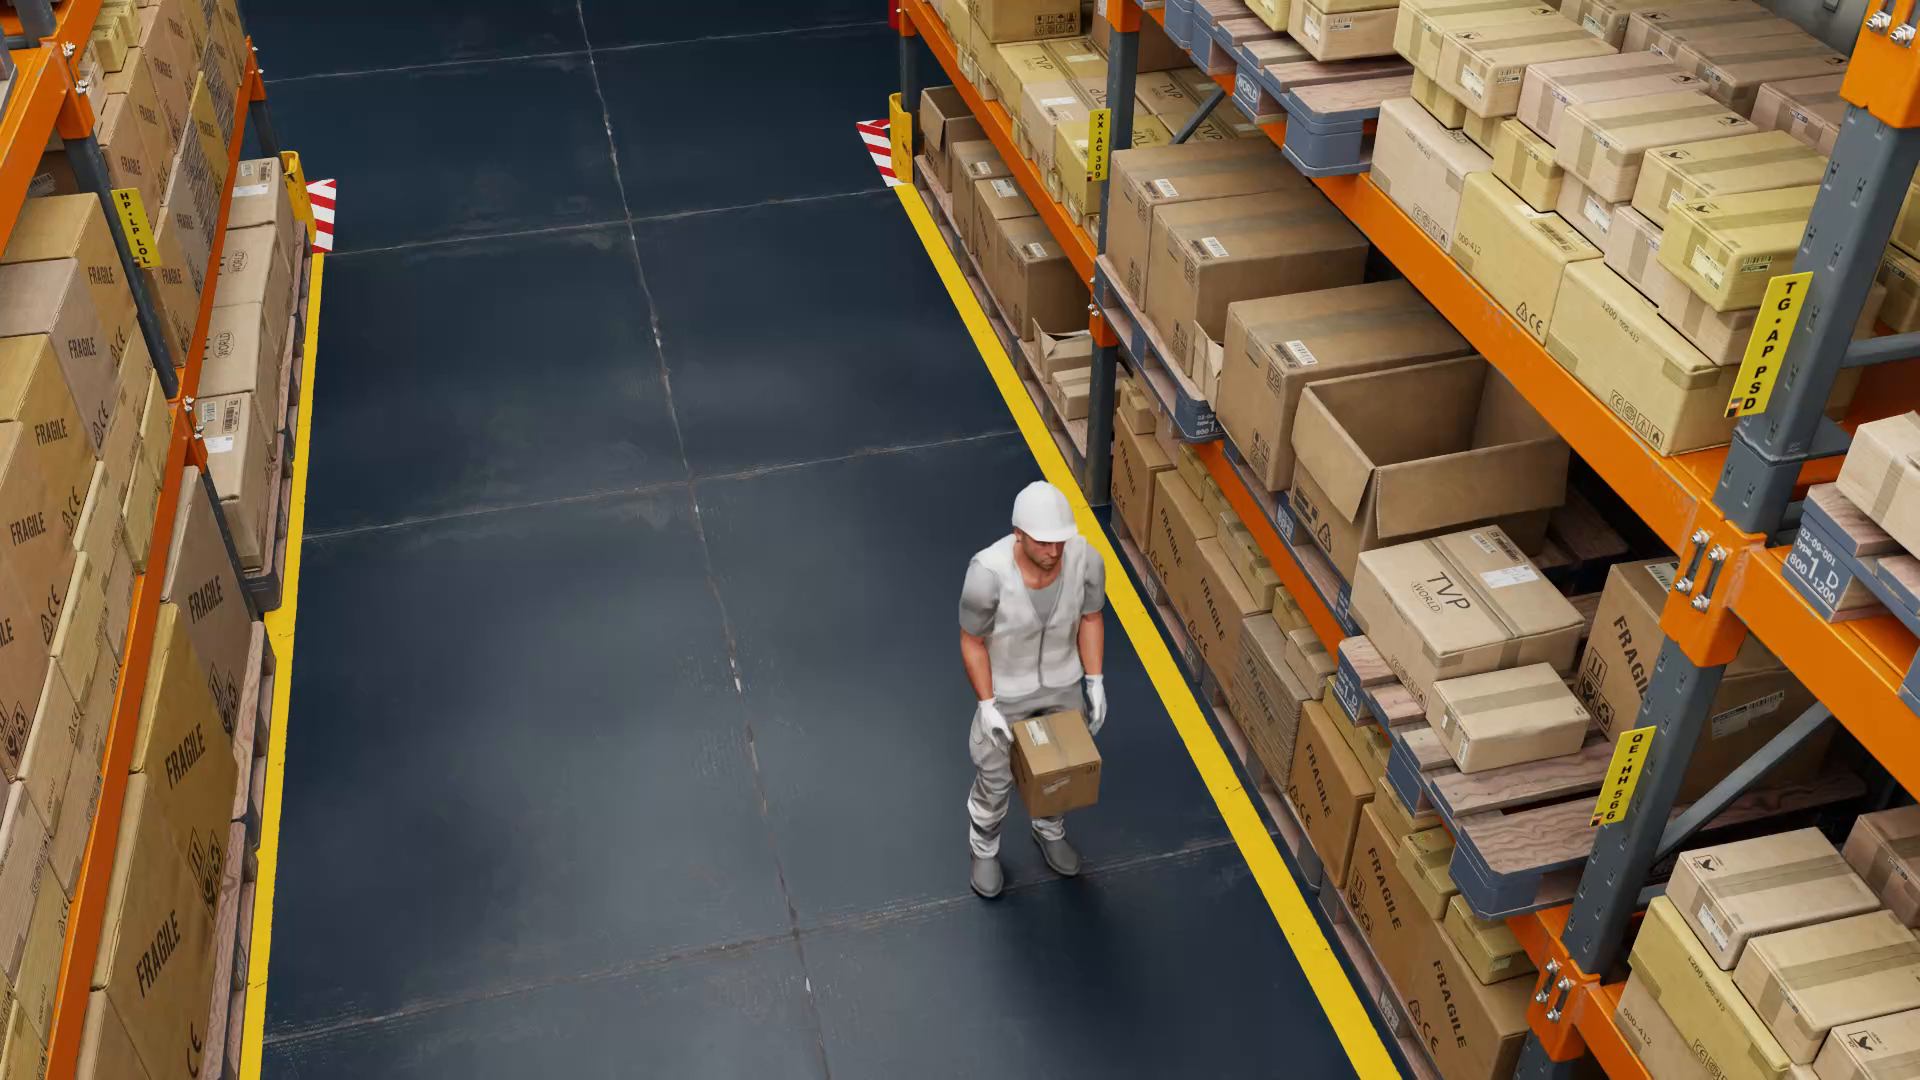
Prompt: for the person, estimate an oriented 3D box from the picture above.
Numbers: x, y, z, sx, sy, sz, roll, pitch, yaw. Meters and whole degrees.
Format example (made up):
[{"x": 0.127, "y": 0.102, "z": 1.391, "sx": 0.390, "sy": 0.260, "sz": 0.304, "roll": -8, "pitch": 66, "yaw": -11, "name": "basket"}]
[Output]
[{"x": 0.268, "y": 0.537, "z": 6.003, "sx": 0.539, "sy": 1.790, "sz": 0.437, "roll": -11, "pitch": 39, "yaw": -14, "name": "person"}]
